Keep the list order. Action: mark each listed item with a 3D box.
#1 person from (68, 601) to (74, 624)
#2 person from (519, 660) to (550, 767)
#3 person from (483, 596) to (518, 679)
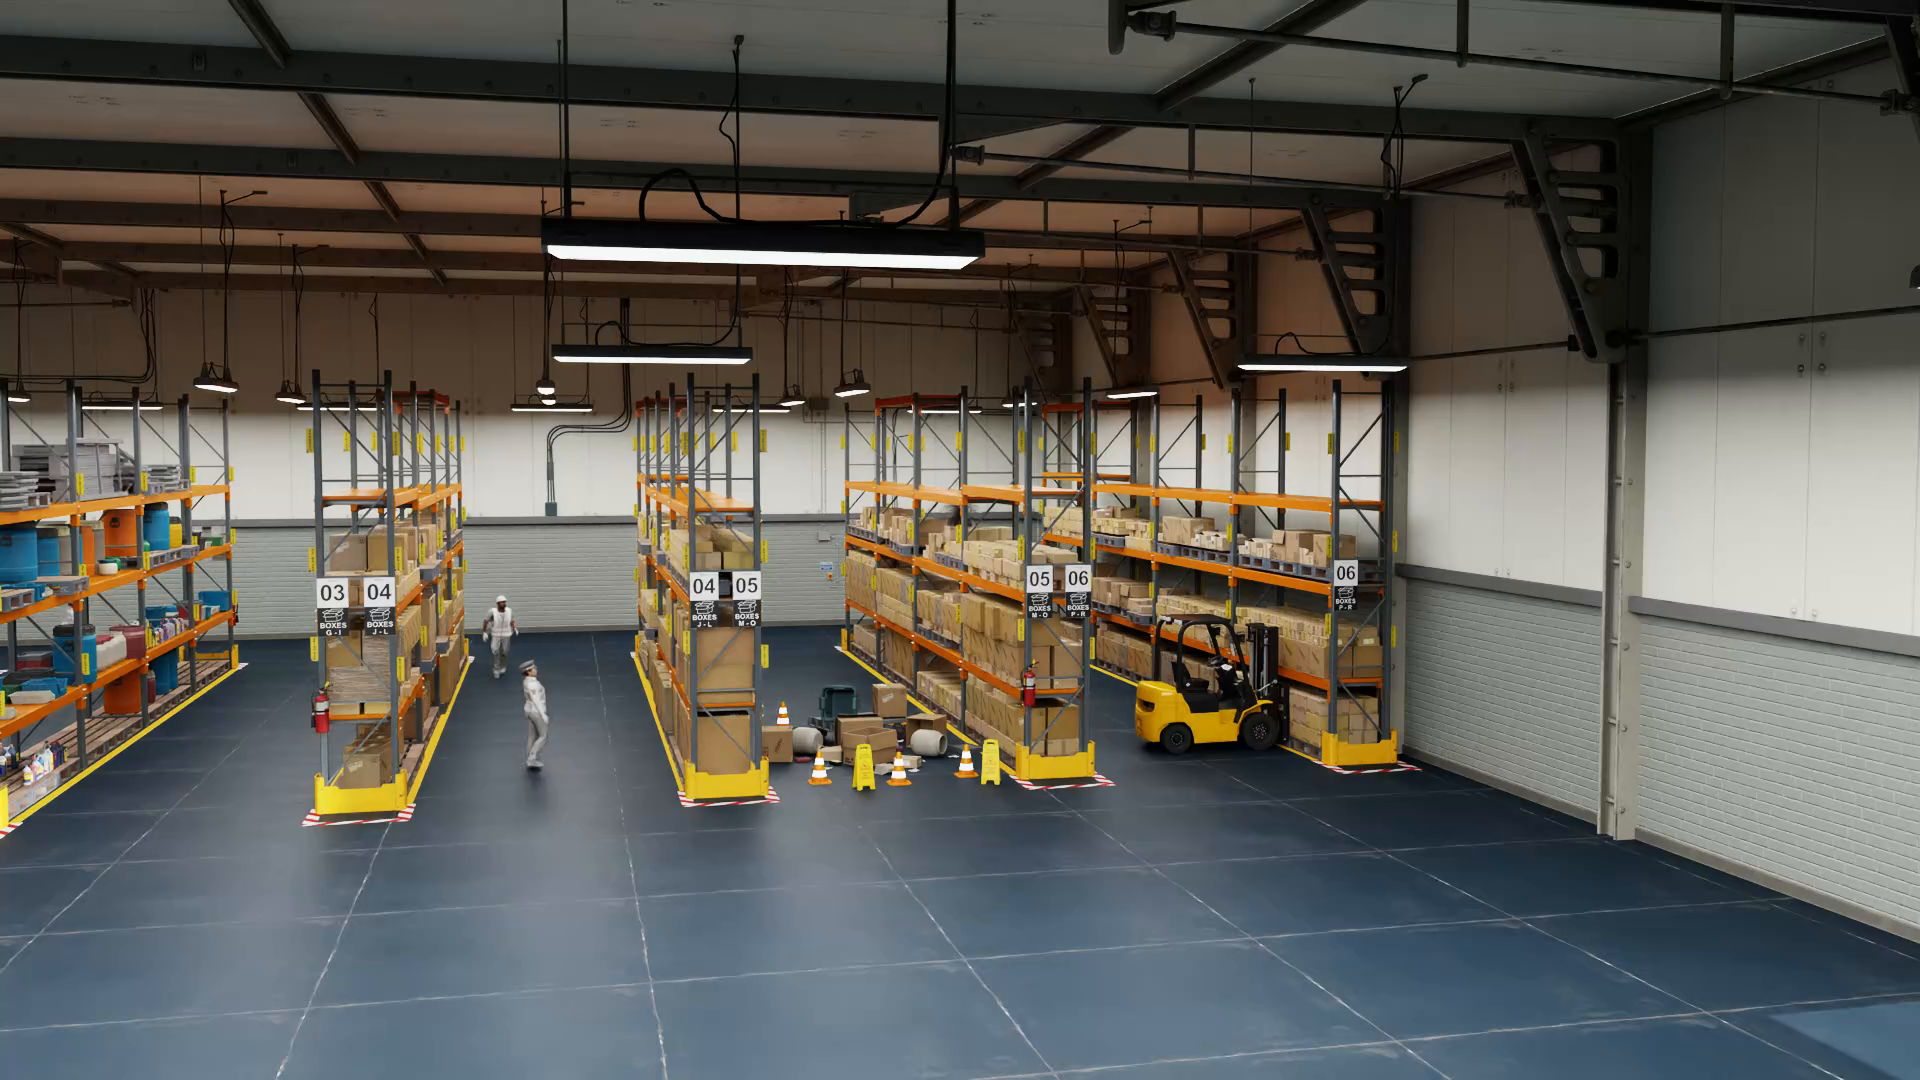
[{"bbox_3d":[-19.221,2.072,36.123,0.370,1.668,0.556,-3,4,-40],"label":"person"},{"bbox_3d":[-6.542,2.683,25.583,0.436,1.691,0.517,-3,5,-44],"label":"person"},{"bbox_3d":[-9.898,2.098,35.837,0.739,1.808,0.878,-1,3,-14],"label":"person"}]
